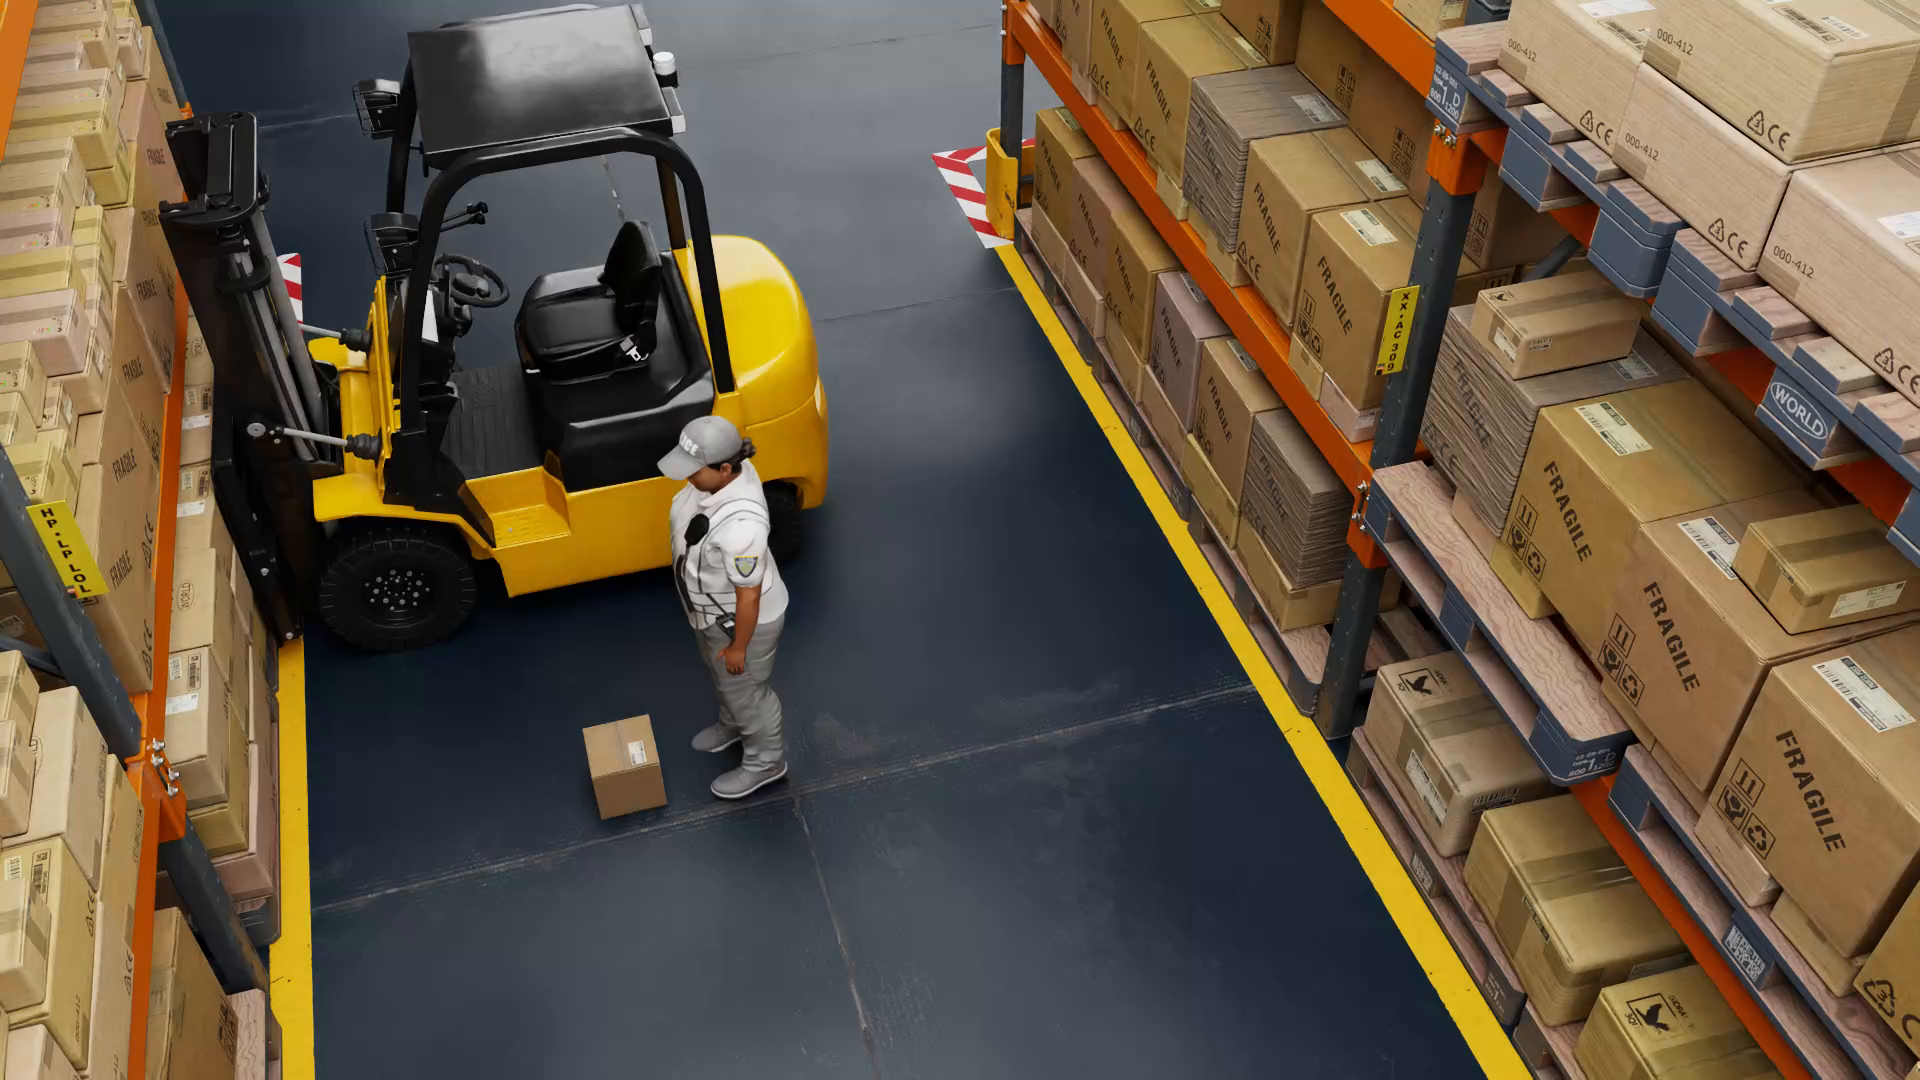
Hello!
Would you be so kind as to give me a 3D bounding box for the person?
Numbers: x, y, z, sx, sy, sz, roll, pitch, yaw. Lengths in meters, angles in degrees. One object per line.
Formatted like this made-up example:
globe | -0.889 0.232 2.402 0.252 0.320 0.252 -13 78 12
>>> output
person | -0.815 0.256 5.897 0.405 1.698 0.501 -12 44 -13
